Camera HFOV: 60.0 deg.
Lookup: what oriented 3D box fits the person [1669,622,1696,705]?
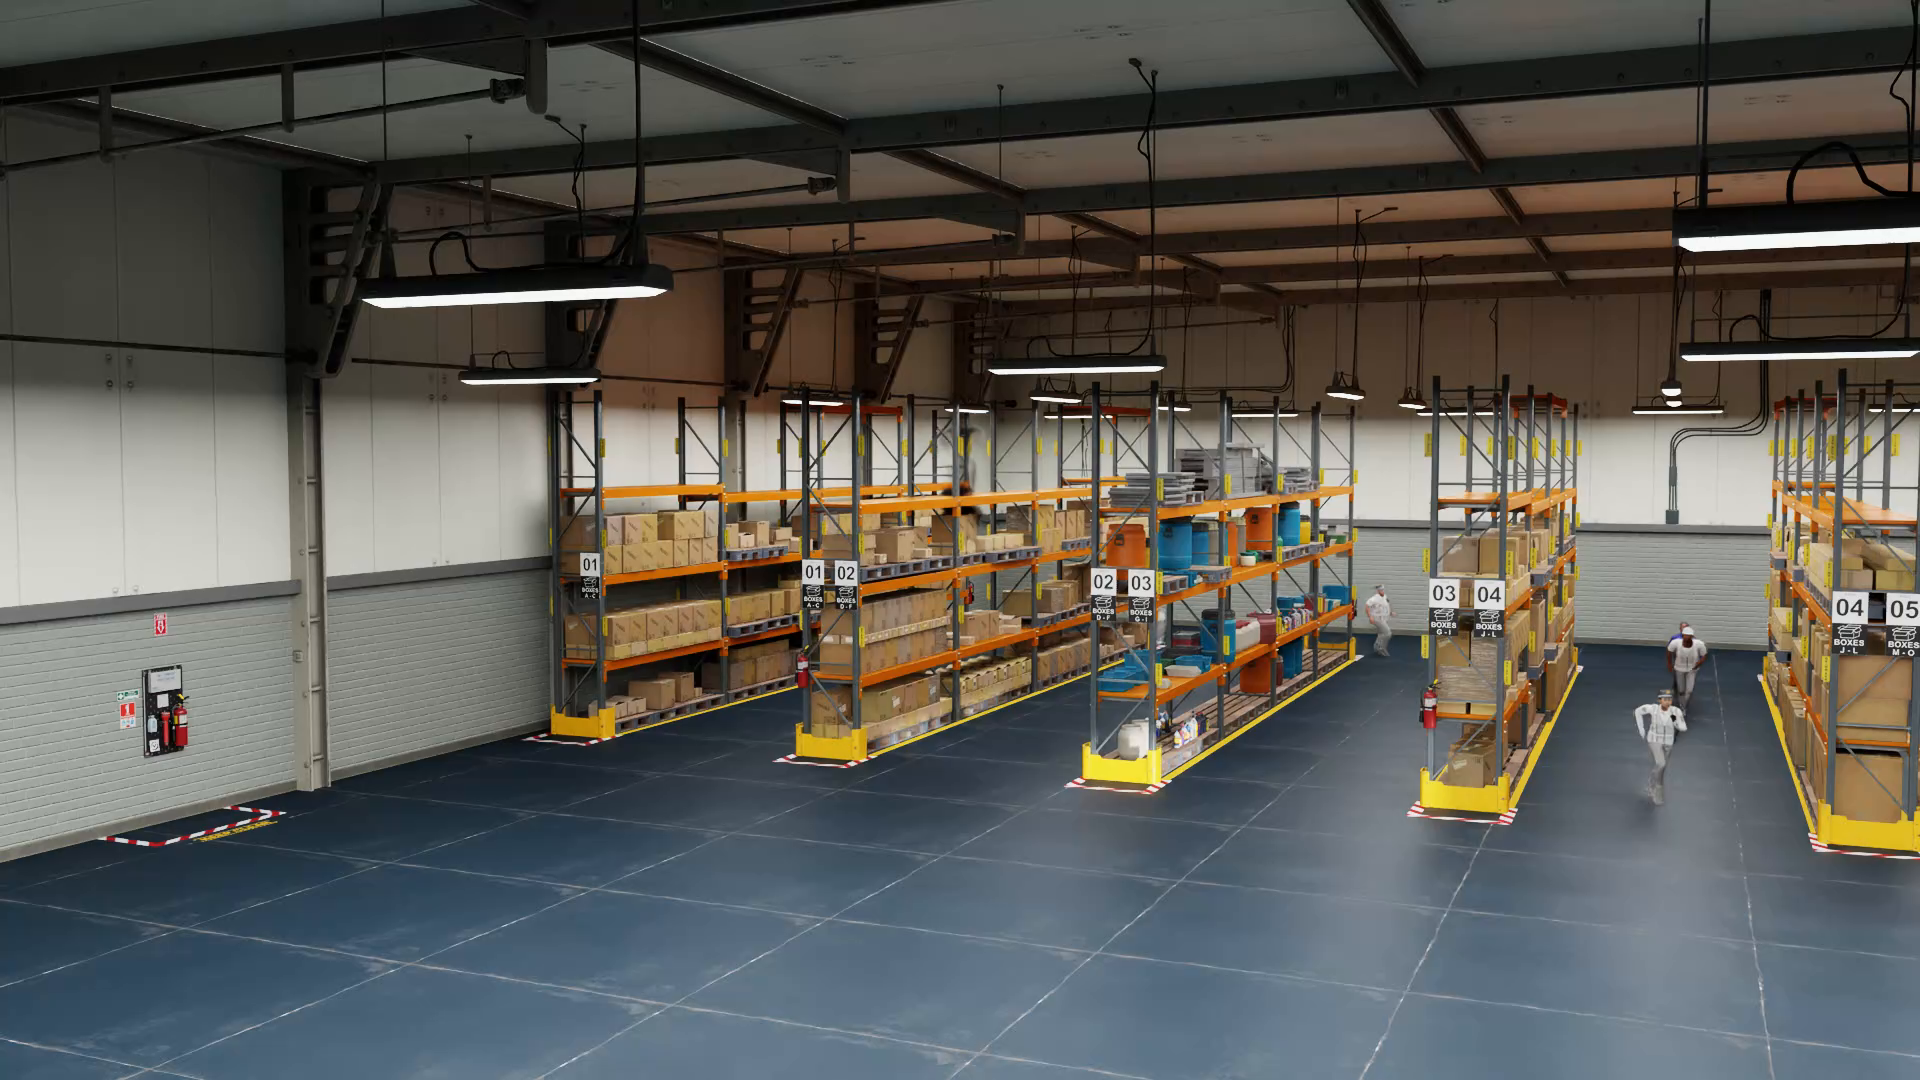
[{"bbox_3d":[14.135,2.403,32.486,0.563,1.609,0.534,1,3,14],"label":"person"}]

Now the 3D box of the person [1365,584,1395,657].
[{"bbox_3d":[10.084,1.945,39.891,0.733,1.810,0.655,-3,4,-45],"label":"person"}]

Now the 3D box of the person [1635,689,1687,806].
[{"bbox_3d":[9.844,2.883,23.381,0.602,1.650,0.870,0,3,2],"label":"person"}]

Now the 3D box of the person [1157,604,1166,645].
[{"bbox_3d":[5.091,1.917,42.295,0.592,1.566,0.760,1,3,20],"label":"person"}]

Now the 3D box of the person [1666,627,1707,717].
[{"bbox_3d":[13.616,2.457,31.163,0.696,1.691,0.815,1,3,19],"label":"person"}]
